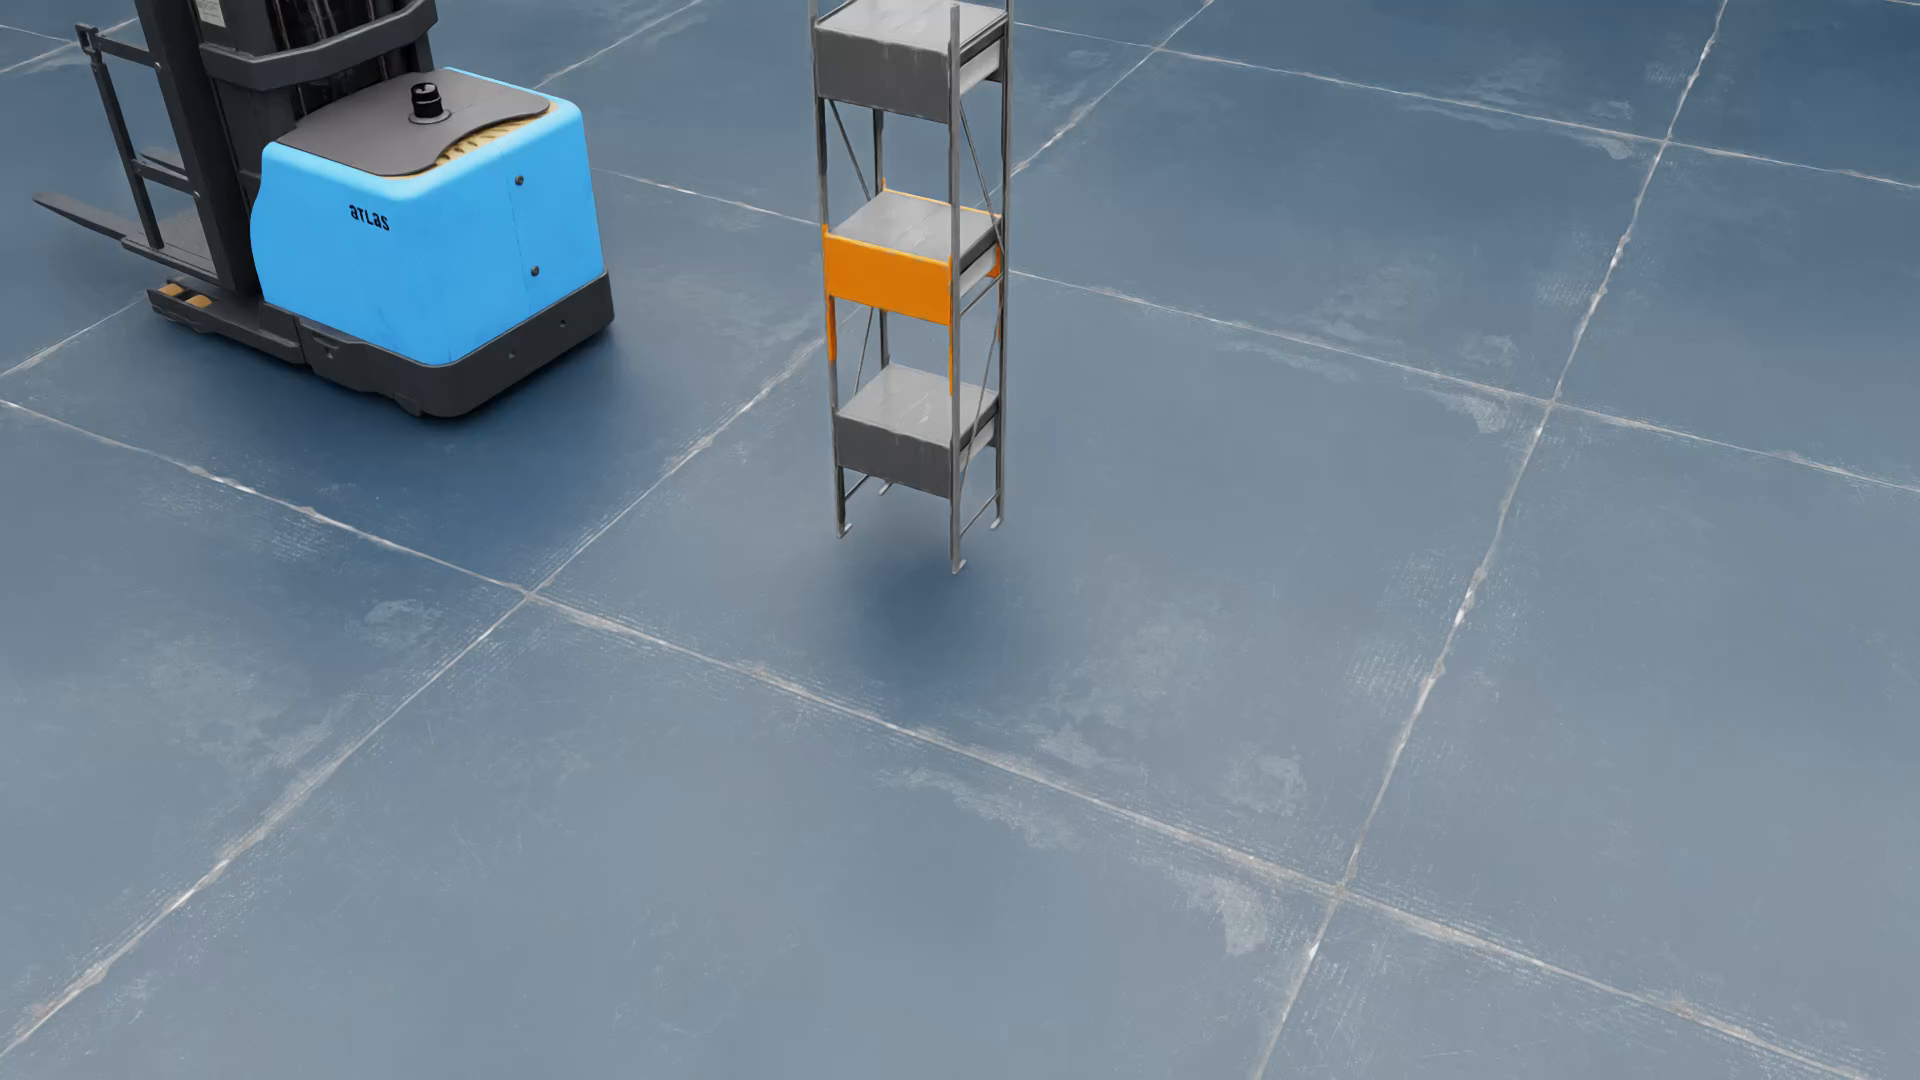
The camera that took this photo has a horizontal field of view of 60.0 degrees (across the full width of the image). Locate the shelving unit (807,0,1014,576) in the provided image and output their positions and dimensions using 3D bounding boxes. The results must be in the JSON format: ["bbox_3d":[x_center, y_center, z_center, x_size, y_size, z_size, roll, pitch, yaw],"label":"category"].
[{"bbox_3d":[-0.147,-0.882,5.676,0.503,2.100,0.431,17,41,21],"label":"shelving unit"}]

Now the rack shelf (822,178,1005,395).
[{"bbox_3d":[-0.147,-0.872,5.684,0.480,0.518,0.431,17,41,21],"label":"rack shelf"}]

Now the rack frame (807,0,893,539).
[{"bbox_3d":[-0.364,-0.950,5.765,0.015,2.100,0.400,17,41,21],"label":"rack frame"}]

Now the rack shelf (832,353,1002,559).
[{"bbox_3d":[-0.147,-0.314,6.107,0.480,0.518,0.431,17,41,21],"label":"rack shelf"}]

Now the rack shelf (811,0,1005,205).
[{"bbox_3d":[-0.147,-1.429,5.261,0.480,0.518,0.431,17,41,21],"label":"rack shelf"}]

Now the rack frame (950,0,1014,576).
[{"bbox_3d":[0.070,-0.815,5.586,0.015,2.100,0.400,17,41,21],"label":"rack frame"}]

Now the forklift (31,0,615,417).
[{"bbox_3d":[-3.065,-2.344,6.914,3.031,2.935,1.130,21,42,25],"label":"forklift"}]
